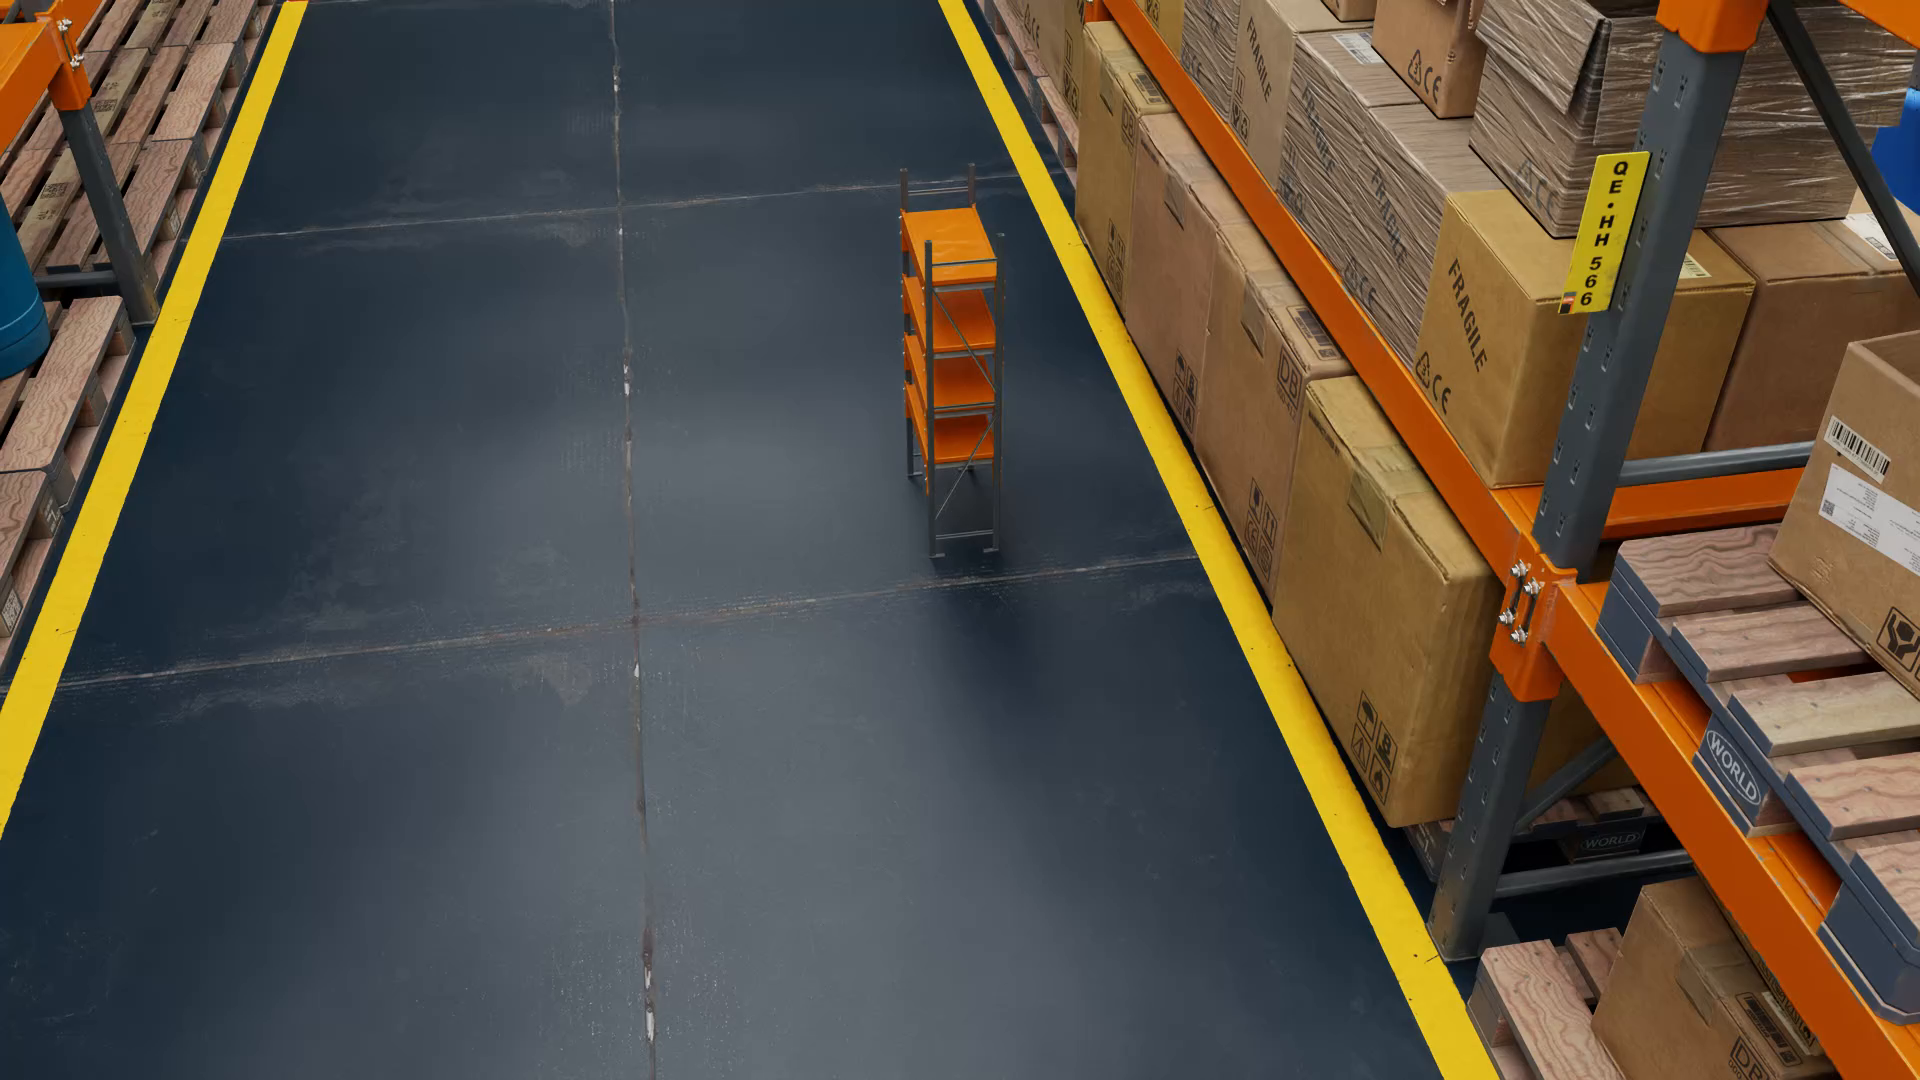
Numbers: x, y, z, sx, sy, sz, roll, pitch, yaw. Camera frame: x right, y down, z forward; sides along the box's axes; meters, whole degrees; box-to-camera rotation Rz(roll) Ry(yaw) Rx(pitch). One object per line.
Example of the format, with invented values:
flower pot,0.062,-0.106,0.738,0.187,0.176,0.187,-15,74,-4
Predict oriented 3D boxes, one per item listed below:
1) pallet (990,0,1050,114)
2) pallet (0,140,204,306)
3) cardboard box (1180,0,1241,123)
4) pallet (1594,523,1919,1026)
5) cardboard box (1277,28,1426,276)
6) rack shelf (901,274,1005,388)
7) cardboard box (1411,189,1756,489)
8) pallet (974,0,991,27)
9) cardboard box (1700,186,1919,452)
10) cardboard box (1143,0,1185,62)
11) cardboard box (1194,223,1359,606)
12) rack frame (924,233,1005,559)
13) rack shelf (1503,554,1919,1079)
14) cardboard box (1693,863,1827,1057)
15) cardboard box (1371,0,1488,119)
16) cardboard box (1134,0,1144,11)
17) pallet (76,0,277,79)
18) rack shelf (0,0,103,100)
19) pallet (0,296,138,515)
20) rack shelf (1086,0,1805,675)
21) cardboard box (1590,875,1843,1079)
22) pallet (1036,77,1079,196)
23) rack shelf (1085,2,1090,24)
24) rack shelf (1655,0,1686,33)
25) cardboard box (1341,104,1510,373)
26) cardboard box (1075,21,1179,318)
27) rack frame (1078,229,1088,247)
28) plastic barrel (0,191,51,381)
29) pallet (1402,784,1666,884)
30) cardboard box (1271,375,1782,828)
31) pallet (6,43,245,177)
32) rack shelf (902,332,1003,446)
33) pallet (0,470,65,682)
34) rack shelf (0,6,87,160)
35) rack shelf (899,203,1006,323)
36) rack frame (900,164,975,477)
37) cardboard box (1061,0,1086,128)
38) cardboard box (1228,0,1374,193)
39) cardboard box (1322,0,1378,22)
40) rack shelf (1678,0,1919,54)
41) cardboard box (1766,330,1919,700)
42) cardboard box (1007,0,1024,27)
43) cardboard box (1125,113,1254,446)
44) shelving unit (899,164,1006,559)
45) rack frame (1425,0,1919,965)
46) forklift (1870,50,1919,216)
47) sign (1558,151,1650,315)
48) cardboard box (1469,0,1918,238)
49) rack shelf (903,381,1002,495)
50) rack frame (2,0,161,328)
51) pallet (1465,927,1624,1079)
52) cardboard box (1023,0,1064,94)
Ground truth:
pallet,0.765,-2.691,9.042,1.003,0.211,1.213,-6,38,-8
pallet,-4.005,-1.392,7.370,1.003,0.211,1.213,-6,38,-8
cardboard box,1.050,-1.715,5.431,0.500,0.500,0.500,-7,38,-9
pallet,1.970,0.324,3.044,1.213,0.211,1.003,-6,38,-8
cardboard box,1.234,-1.096,4.635,0.500,0.500,0.500,-7,38,-9
rack shelf,-0.029,-0.697,5.415,0.258,0.148,0.480,-6,38,-8
cardboard box,1.410,-0.481,3.843,0.500,0.500,0.500,-5,38,-7
pallet,0.555,-3.427,9.989,1.003,0.211,1.213,-6,38,-8
cardboard box,1.923,-0.533,3.909,0.500,0.500,0.500,-5,38,-7
cardboard box,0.962,-2.017,5.820,0.500,0.500,0.500,-6,38,-8
cardboard box,1.491,-0.455,5.281,1.225,0.875,0.875,-6,38,-8
rack frame,0.014,-0.426,5.321,0.240,1.200,0.015,-6,38,-8
rack shelf,2.091,1.322,2.190,1.077,0.370,4.000,-6,38,-8
cardboard box,1.887,0.748,3.409,0.500,0.250,0.500,-5,38,-6
cardboard box,1.516,-1.443,4.263,0.797,0.503,0.637,-5,38,-7
cardboard box,0.873,-2.321,6.211,0.500,0.500,0.500,-6,38,-8
pallet,-4.432,-2.866,9.267,1.003,0.211,1.213,-6,38,-8
rack shelf,-4.188,-2.977,7.724,1.077,0.370,4.000,-6,38,-8
pallet,-3.743,-0.482,6.198,1.003,0.211,1.213,-6,38,-8
rack shelf,1.389,-1.094,5.300,1.077,0.370,4.000,-6,38,-8
cardboard box,1.877,1.046,3.638,0.700,0.500,0.500,-8,39,-10
pallet,0.982,-1.953,8.092,1.003,0.211,1.213,-6,38,-8
rack shelf,0.688,-3.510,8.410,1.077,0.370,4.000,-6,38,-8
rack shelf,1.389,-2.279,4.380,1.077,0.370,4.000,-6,38,-8
cardboard box,1.328,-0.783,4.231,0.500,0.500,0.500,-7,38,-8
cardboard box,1.171,-1.529,6.662,1.225,0.875,0.875,-6,38,-8
rack frame,1.039,-2.586,6.634,1.000,3.000,0.127,-6,38,-8
plastic barrel,-3.759,-1.060,6.038,0.600,0.901,0.708,-6,38,-8
pallet,1.676,0.447,5.003,1.003,0.211,1.213,-6,38,-8
cardboard box,1.640,0.084,4.587,1.225,0.875,0.875,-8,39,-10
pallet,-4.222,-2.131,8.321,1.003,0.211,1.213,-6,38,-8
rack shelf,-0.029,-0.521,5.552,0.258,0.148,0.480,-6,38,-8
pallet,-3.526,0.257,5.248,1.003,0.211,1.213,-6,38,-8
rack shelf,-3.487,-0.561,4.614,1.077,0.370,4.000,-6,38,-8
rack shelf,-0.029,-0.884,5.270,0.258,0.148,0.480,-6,38,-8
rack frame,-0.072,-0.721,5.700,0.240,1.200,0.015,-6,38,-8
cardboard box,1.002,-2.320,7.681,0.875,0.875,0.875,-6,38,-8
cardboard box,1.145,-1.404,5.030,0.500,0.500,0.500,-6,38,-7
cardboard box,1.392,-1.848,4.784,0.797,0.503,0.637,-5,38,-6
rack shelf,2.091,0.137,1.270,1.077,0.370,4.000,-6,38,-8
cardboard box,1.874,-0.054,2.950,0.500,0.500,0.500,-11,39,-14
cardboard box,0.688,-3.401,9.073,0.875,0.875,0.875,-6,38,-8
cardboard box,1.328,-0.989,5.968,1.225,0.875,0.875,-7,38,-10
shelving unit,-0.029,-0.574,5.511,0.258,1.200,0.503,-6,38,-8
rack frame,1.740,-0.170,3.524,1.000,3.000,0.127,-6,38,-8
forklift,4.410,-1.673,5.514,1.130,2.935,3.031,-23,43,-26
sign,1.194,-0.566,3.090,0.100,0.325,0.005,-6,38,-8
cardboard box,1.628,-1.049,3.756,0.797,0.503,0.637,-5,38,-6
rack shelf,-0.029,-0.364,5.674,0.258,0.148,0.480,-6,38,-8
rack frame,-3.838,-2.054,5.948,1.000,3.000,0.127,-6,38,-8
pallet,1.876,1.403,3.772,1.003,0.211,1.213,-6,38,-8
cardboard box,0.844,-2.864,8.381,0.875,0.875,0.875,-6,38,-8
